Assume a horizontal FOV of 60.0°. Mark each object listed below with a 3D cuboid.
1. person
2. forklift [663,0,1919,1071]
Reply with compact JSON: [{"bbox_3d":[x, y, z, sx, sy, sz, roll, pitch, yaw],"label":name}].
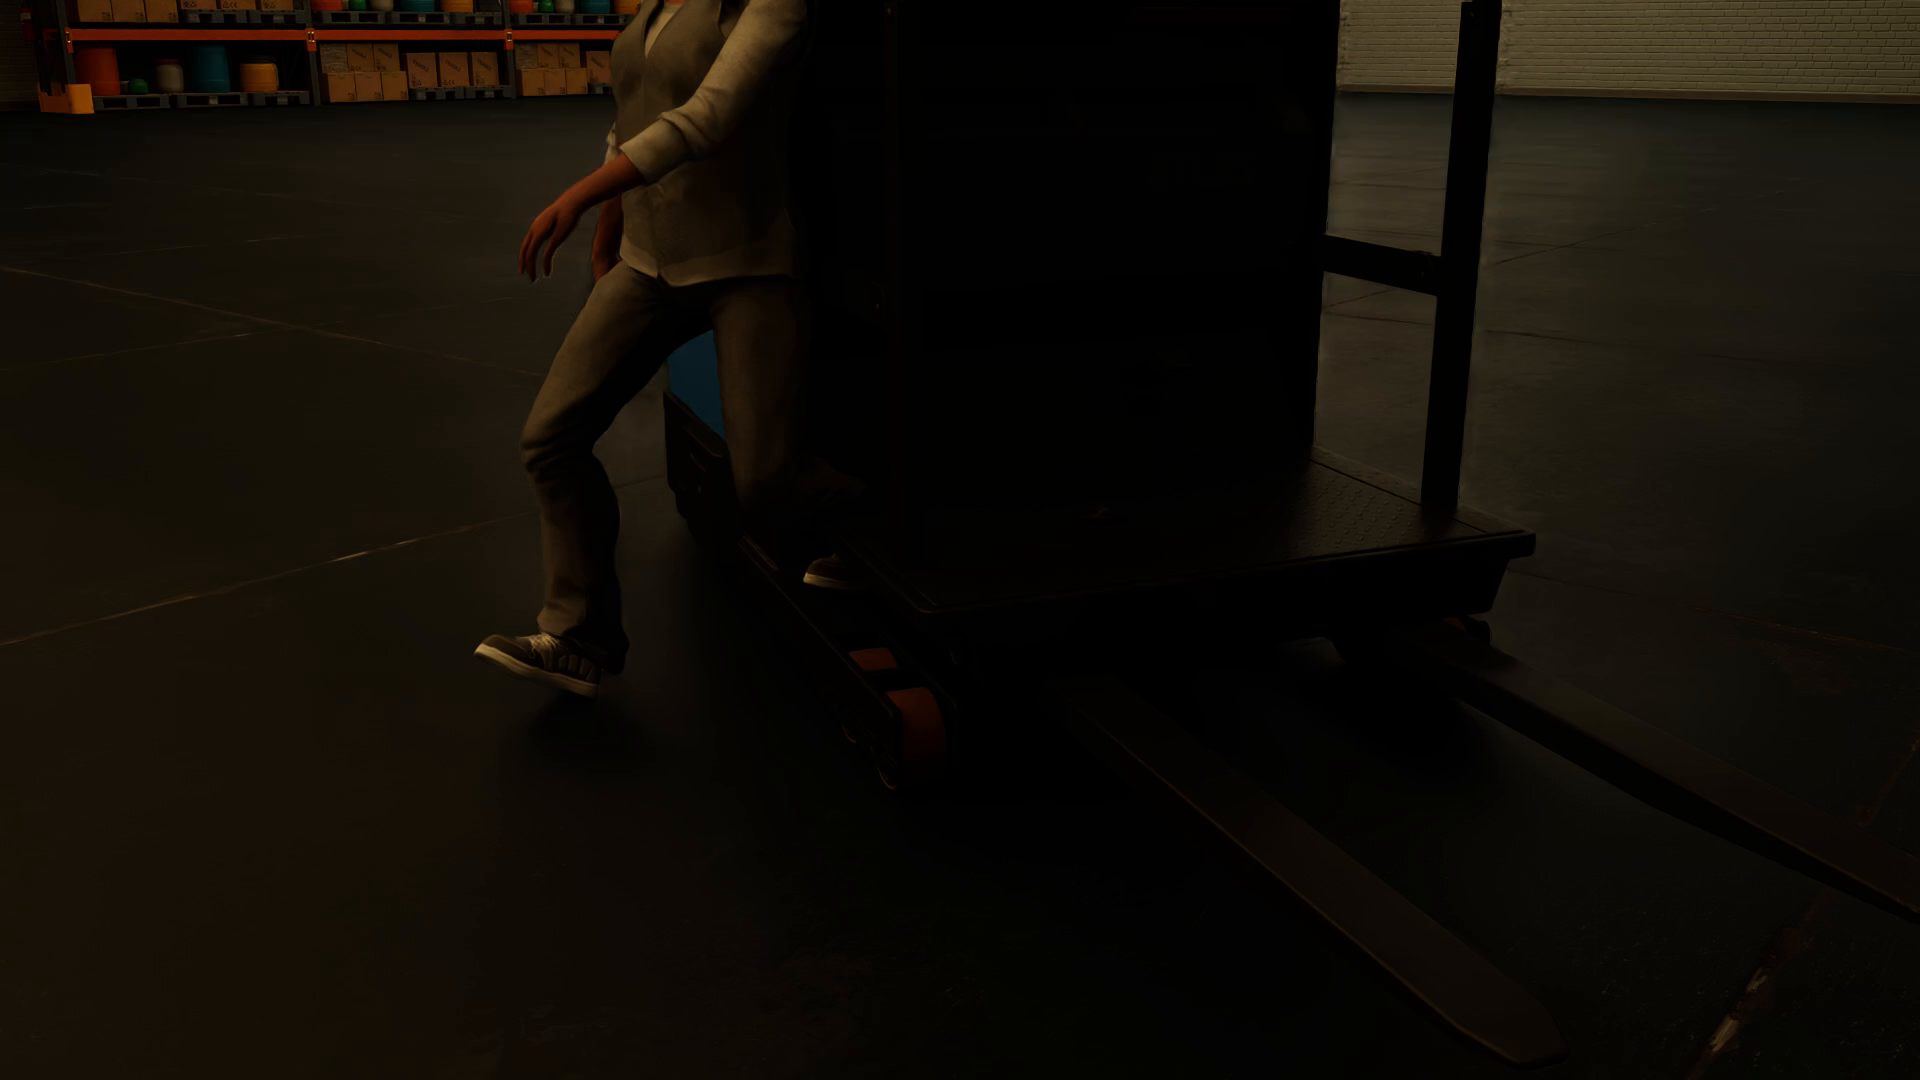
[{"bbox_3d":[-0.478,-0.452,2.864,0.571,1.504,0.769,12,20,34],"label":"person"},{"bbox_3d":[0.281,-1.141,2.656,1.130,2.935,3.031,-7,18,-21],"label":"forklift"}]
